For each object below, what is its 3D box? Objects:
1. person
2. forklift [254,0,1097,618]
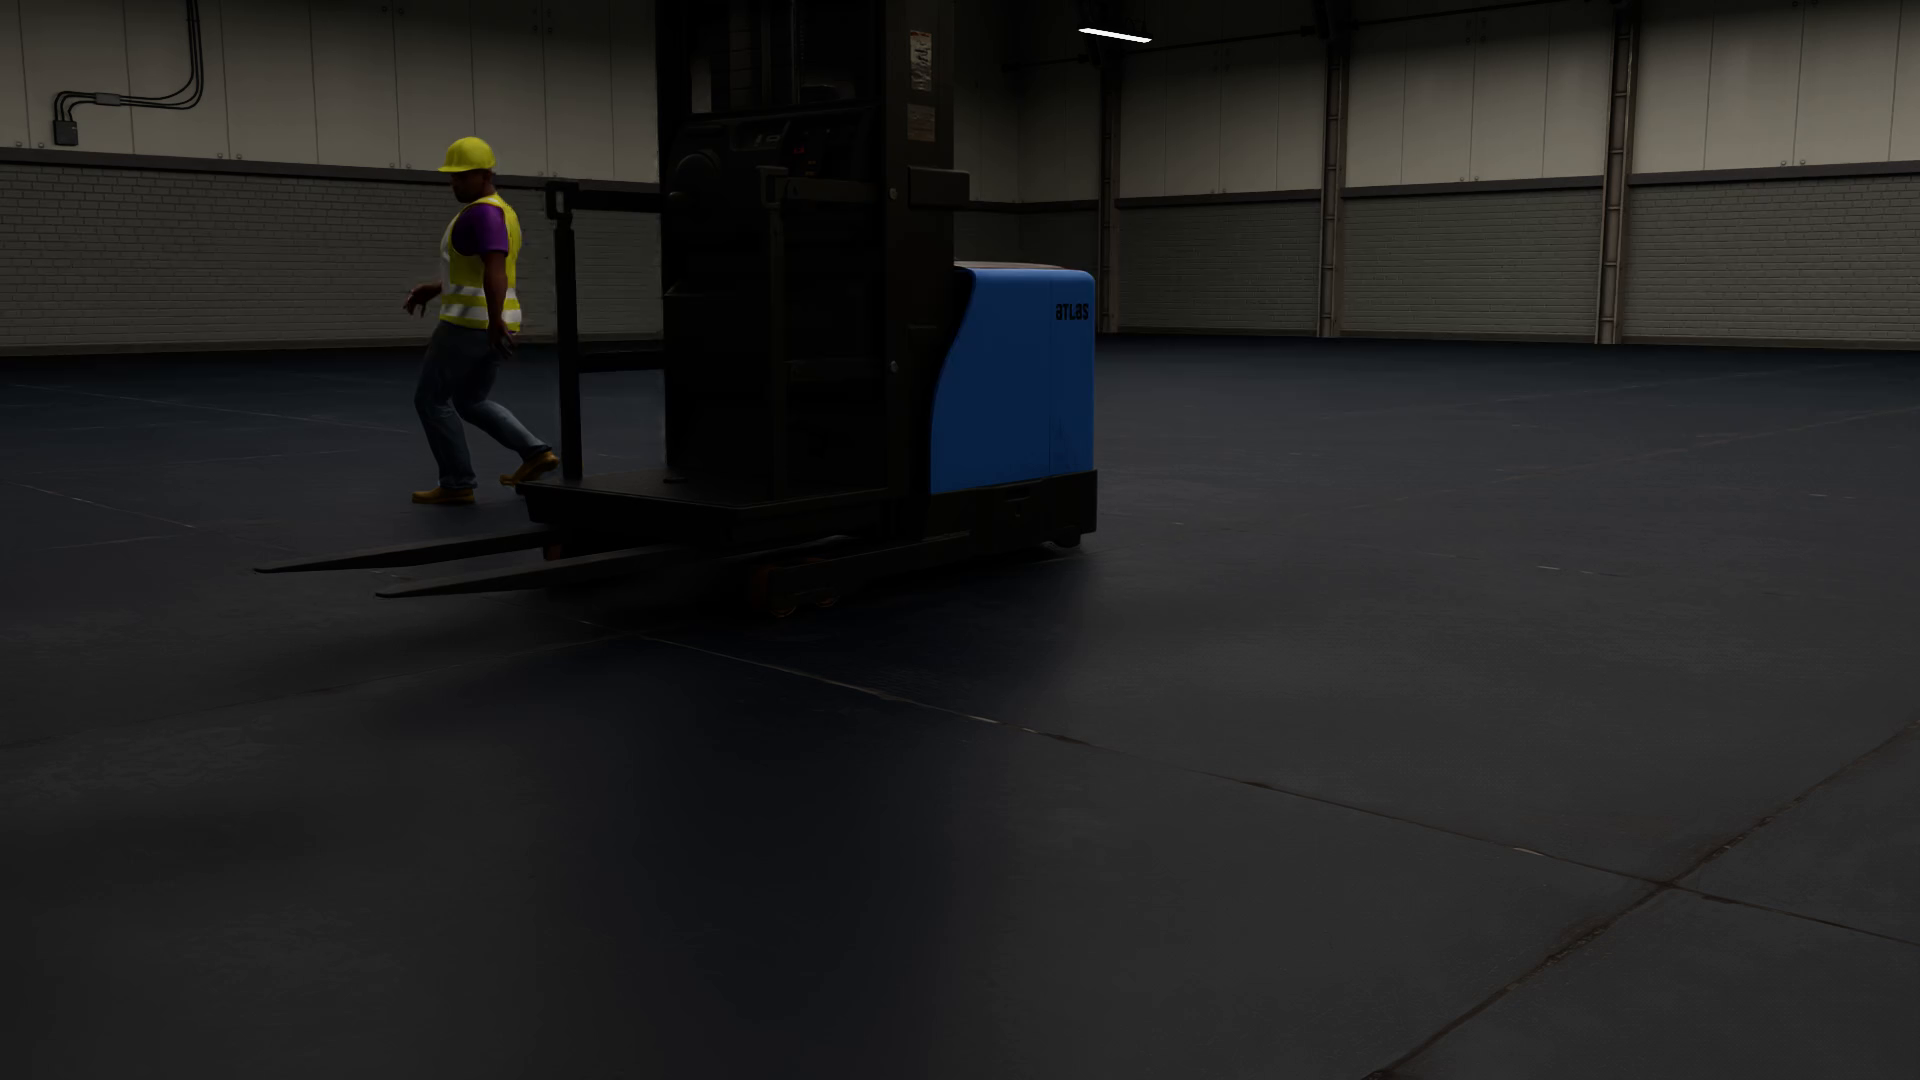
[{"bbox_3d":[-2.264,-1.012,7.766,0.708,1.701,0.694,2,9,11],"label":"person"},{"bbox_3d":[-0.783,-1.292,5.457,1.130,2.935,3.031,7,11,38],"label":"forklift"}]
